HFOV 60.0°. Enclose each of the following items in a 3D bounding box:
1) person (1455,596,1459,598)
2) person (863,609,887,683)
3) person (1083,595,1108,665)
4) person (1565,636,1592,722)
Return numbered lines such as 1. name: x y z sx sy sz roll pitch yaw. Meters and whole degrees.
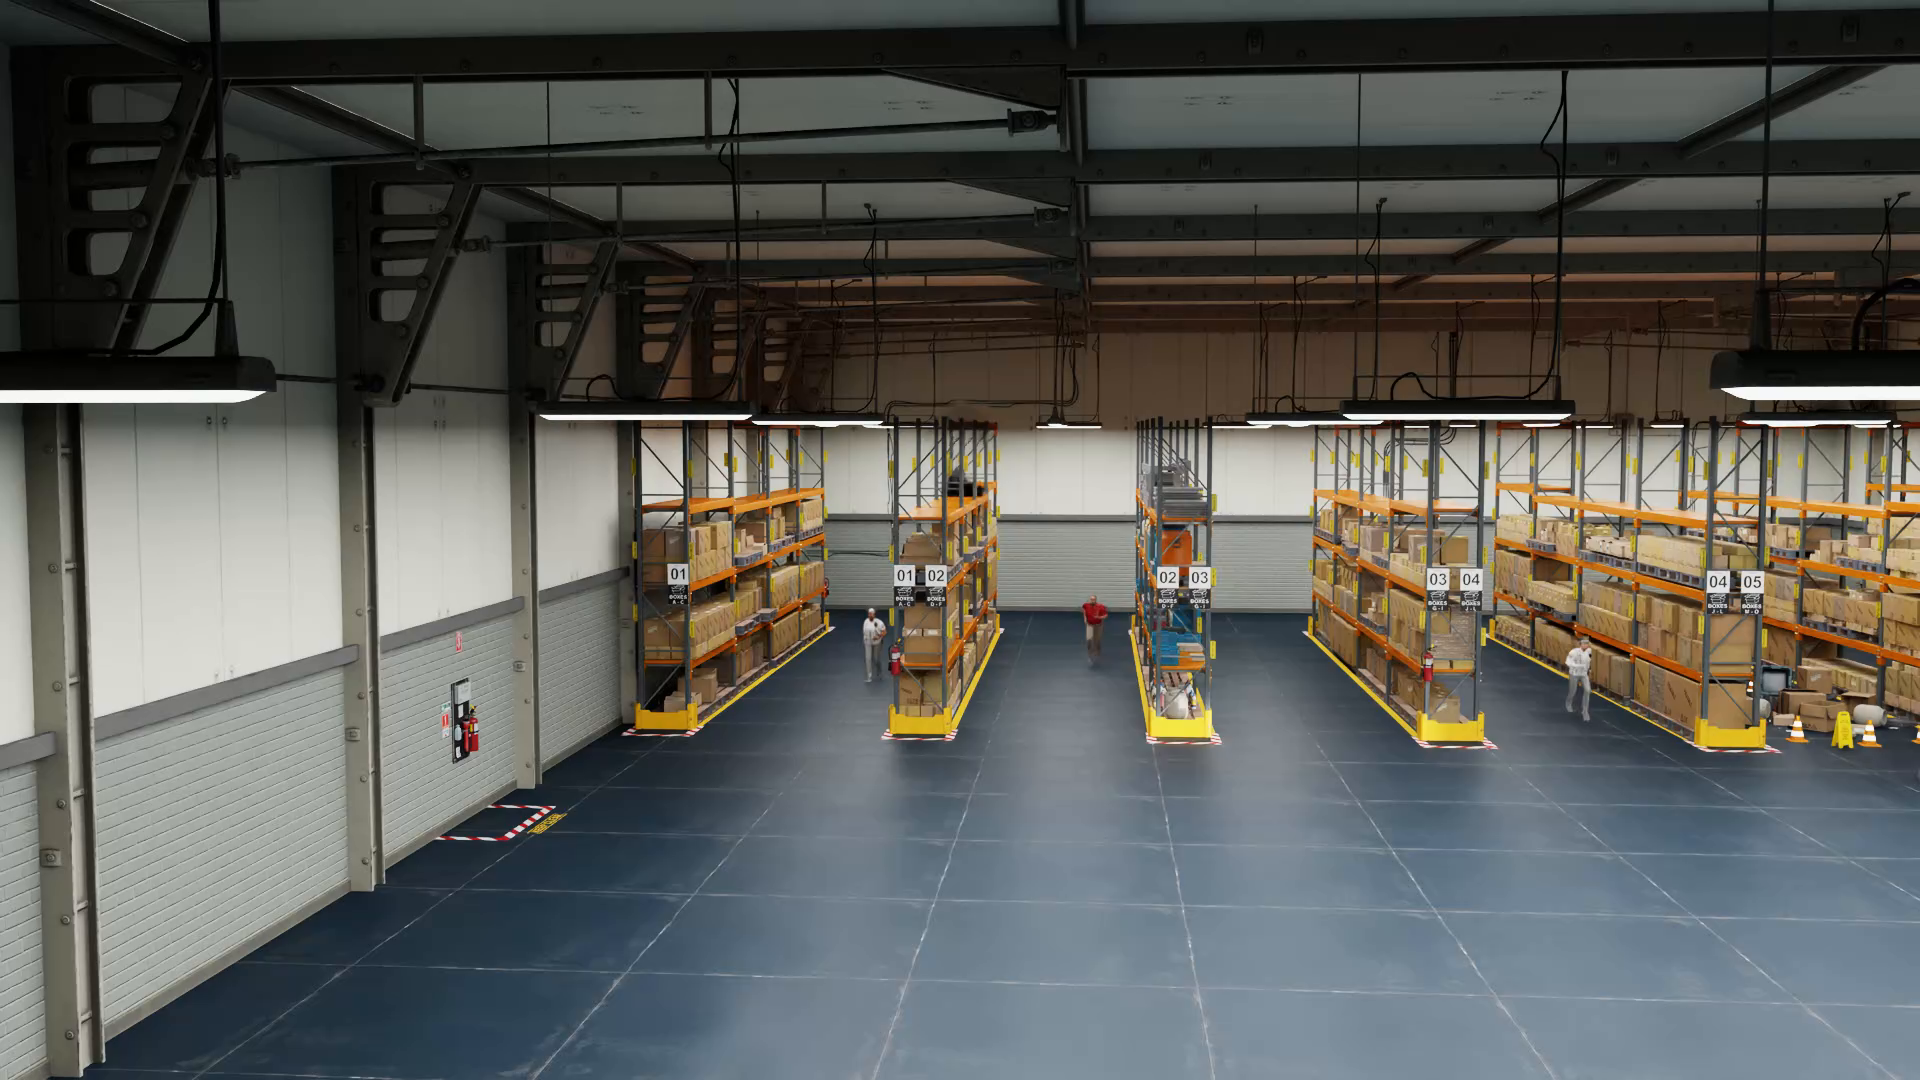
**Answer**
1. person: 12.348 2.175 41.569 0.638 1.731 0.874 0 4 2
2. person: -1.964 2.395 38.037 0.599 1.653 0.858 1 4 13
3. person: 3.348 2.208 41.152 0.657 1.755 0.990 1 4 11
4. person: 12.342 2.731 33.216 0.612 1.695 0.992 0 4 0
